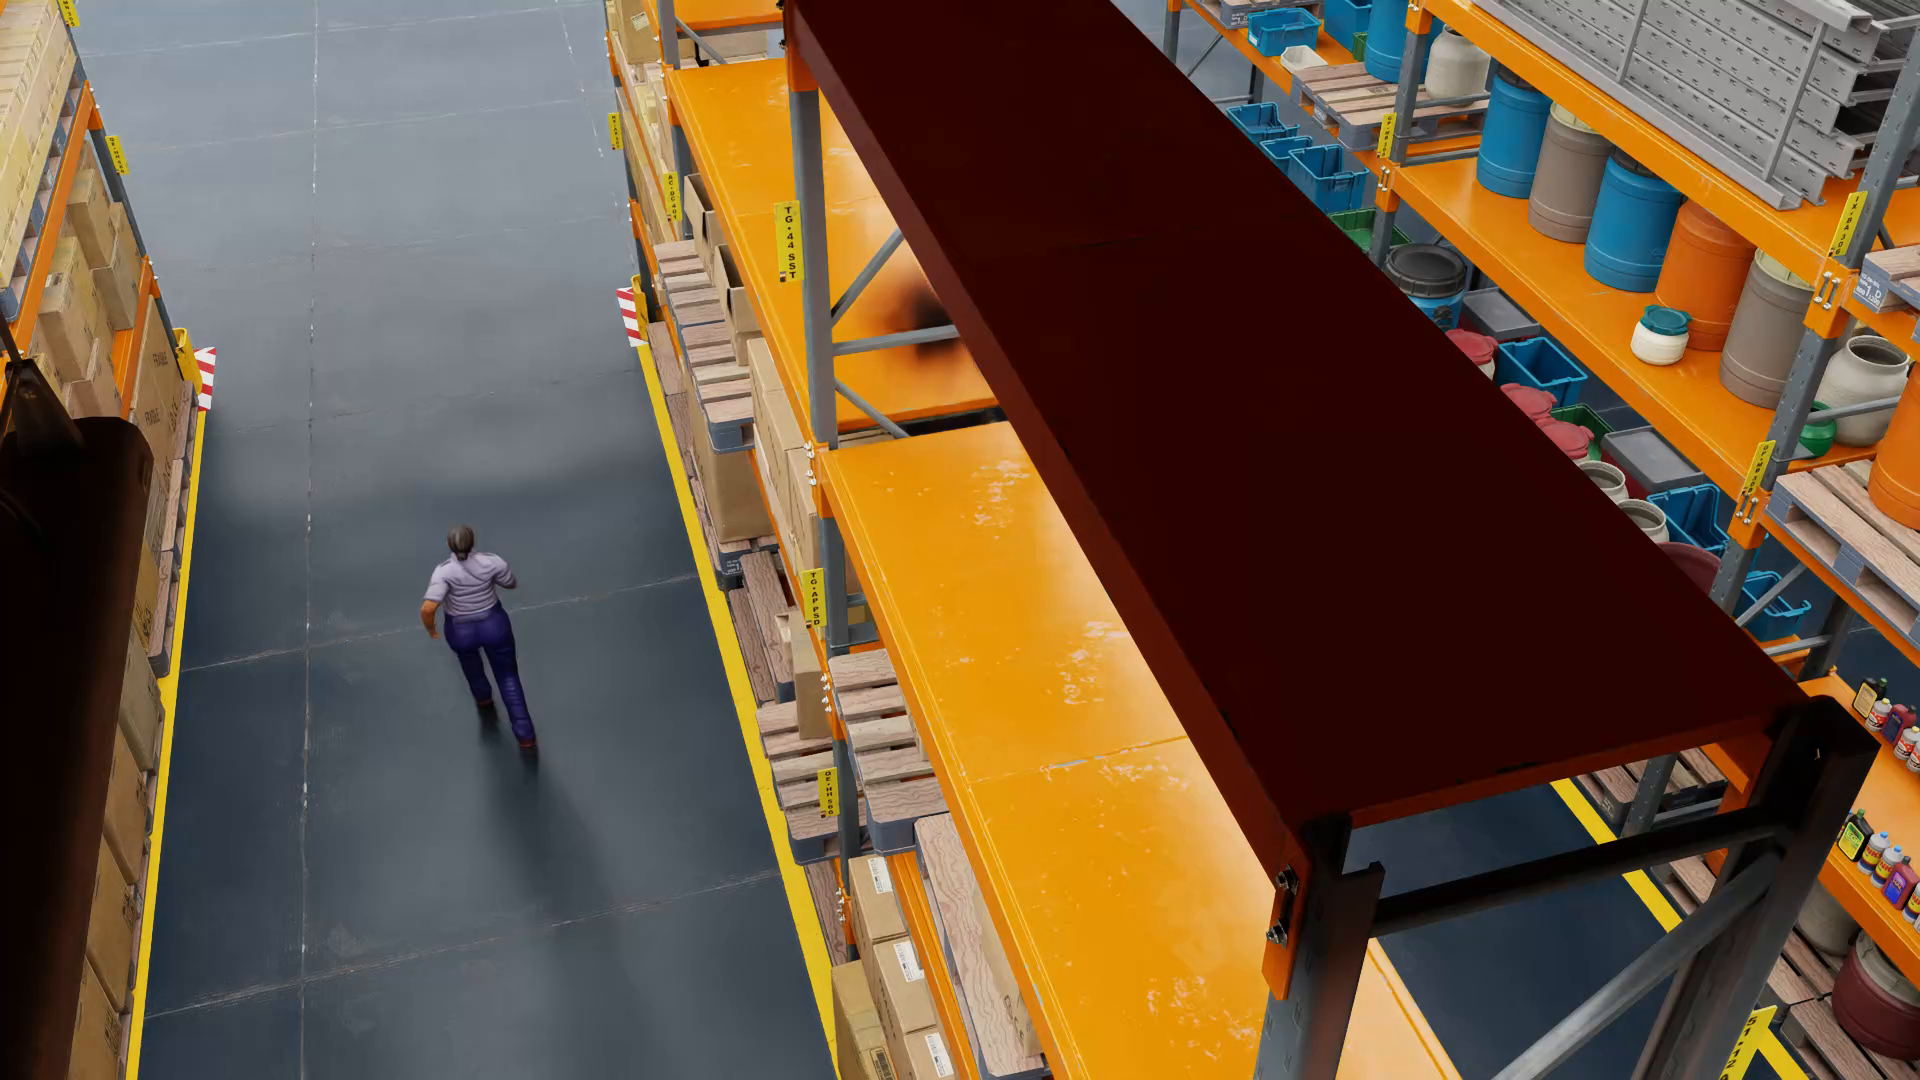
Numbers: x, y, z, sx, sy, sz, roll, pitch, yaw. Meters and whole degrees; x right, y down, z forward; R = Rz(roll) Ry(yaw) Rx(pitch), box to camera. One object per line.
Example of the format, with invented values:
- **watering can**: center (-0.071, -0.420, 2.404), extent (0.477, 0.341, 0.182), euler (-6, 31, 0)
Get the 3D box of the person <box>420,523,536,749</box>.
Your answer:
- **person**: center (-3.102, 0.639, 10.732), extent (0.608, 1.670, 0.875), euler (-12, 40, -15)
